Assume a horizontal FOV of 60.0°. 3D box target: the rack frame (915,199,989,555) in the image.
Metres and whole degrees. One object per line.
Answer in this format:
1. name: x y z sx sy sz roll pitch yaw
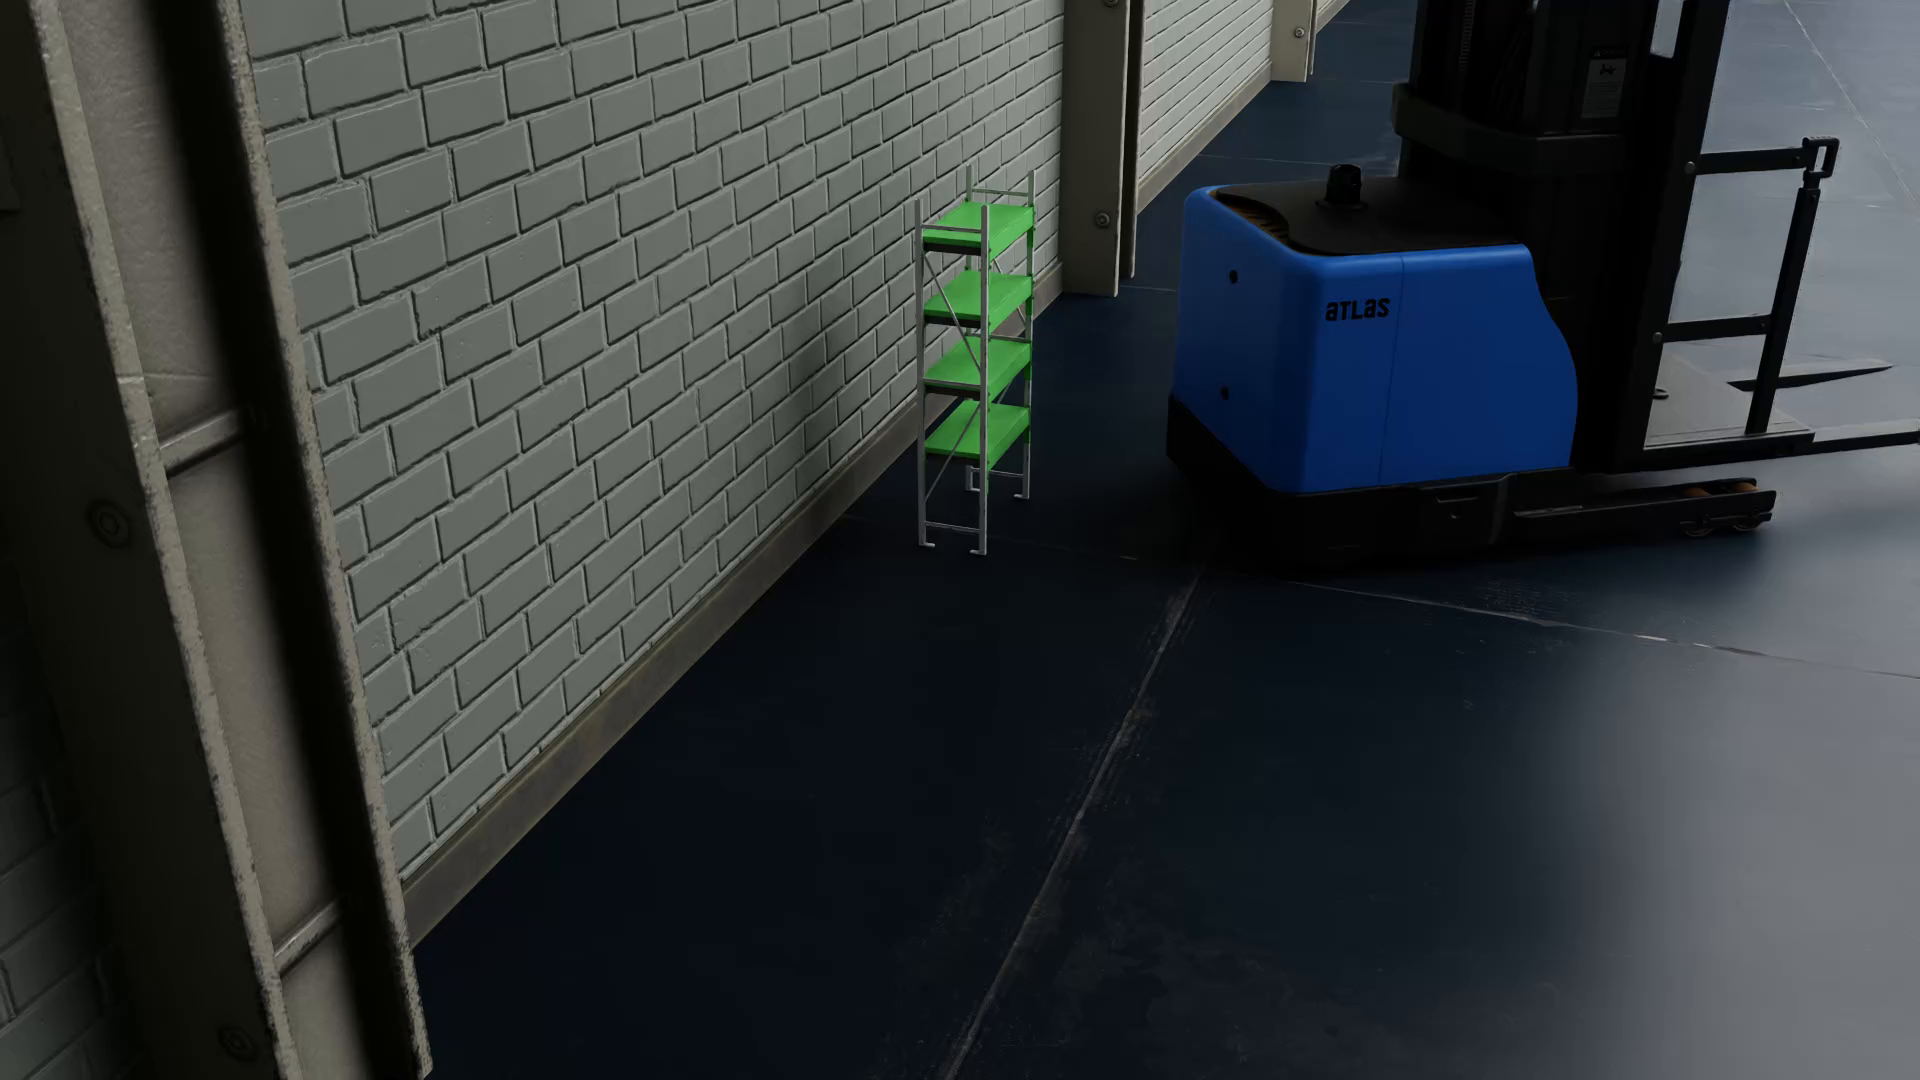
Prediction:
1. rack frame: -0.026 -0.508 5.422 0.240 1.200 0.015 9 27 17

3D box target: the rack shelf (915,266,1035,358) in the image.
1. rack shelf: 0.055 -0.767 5.552 0.258 0.148 0.480 9 27 17

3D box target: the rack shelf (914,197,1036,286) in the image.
1. rack shelf: 0.055 -0.983 5.448 0.258 0.148 0.480 9 27 17

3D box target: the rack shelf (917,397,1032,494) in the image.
1. rack shelf: 0.055 -0.335 5.761 0.258 0.148 0.480 9 27 17

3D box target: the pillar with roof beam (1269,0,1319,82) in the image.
1. pillar with roof beam: 6.744 -7.200 10.293 9.100 9.000 0.400 9 27 17

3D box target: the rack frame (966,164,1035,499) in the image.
1. rack frame: 0.136 -0.708 5.836 0.240 1.200 0.015 9 27 17

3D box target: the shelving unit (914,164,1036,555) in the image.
1. shelving unit: 0.055 -0.608 5.629 0.258 1.200 0.503 9 27 17

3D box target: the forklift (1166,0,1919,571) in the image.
1. forklift: 2.348 -1.547 5.582 3.031 2.935 1.130 -6 26 -12

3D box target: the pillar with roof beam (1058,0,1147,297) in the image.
1. pillar with roof beam: 4.747 -4.734 5.201 9.100 9.000 0.400 9 27 17

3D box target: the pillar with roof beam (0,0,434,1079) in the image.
1. pillar with roof beam: 2.751 -2.268 0.108 9.100 9.000 0.400 9 27 17

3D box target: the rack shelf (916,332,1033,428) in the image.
1. rack shelf: 0.055 -0.551 5.657 0.258 0.148 0.480 9 27 17
